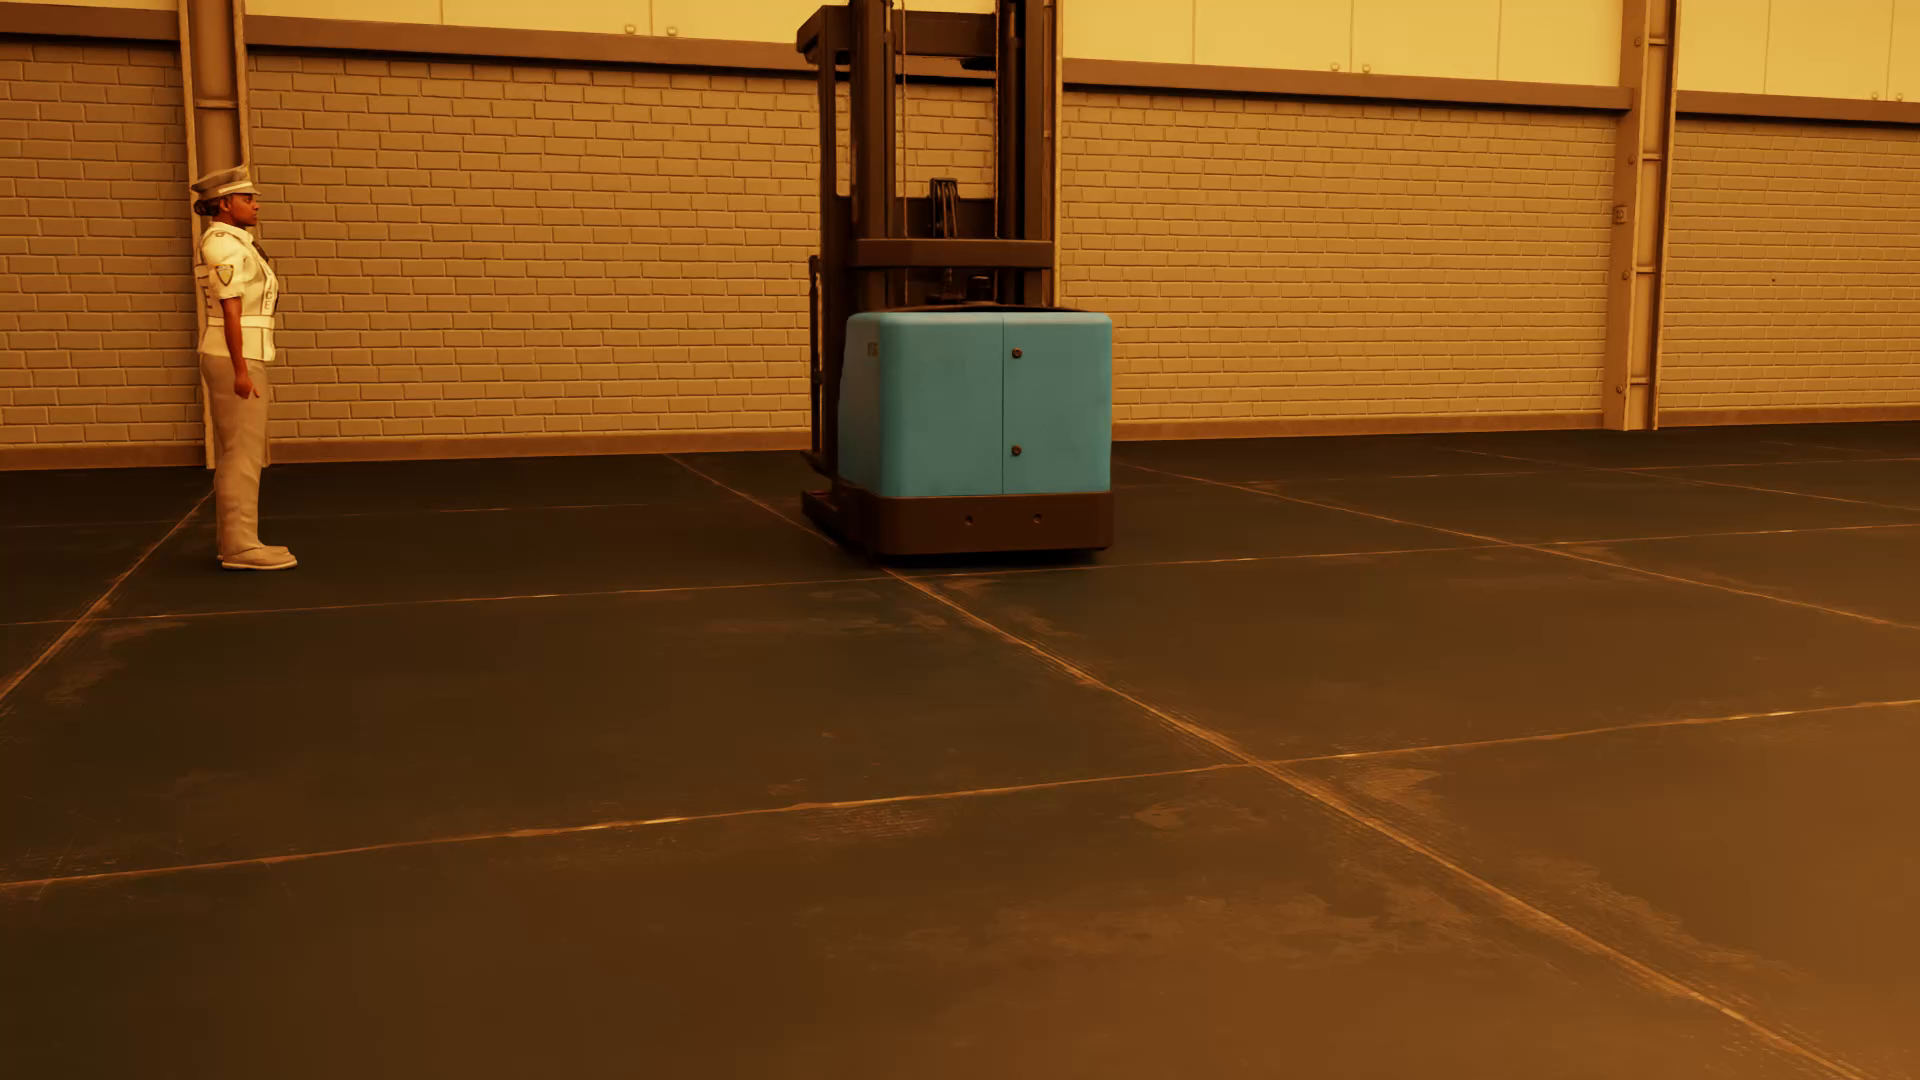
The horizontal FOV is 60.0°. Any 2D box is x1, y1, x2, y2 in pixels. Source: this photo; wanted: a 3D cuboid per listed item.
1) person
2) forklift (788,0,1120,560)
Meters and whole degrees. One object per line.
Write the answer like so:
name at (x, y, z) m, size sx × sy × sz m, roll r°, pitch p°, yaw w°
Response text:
person at (-3.039, -0.730, 7.033) m, size 0.342 × 1.693 × 0.446 m, roll -4°, pitch 9°, yaw -26°
forklift at (-0.225, -1.529, 8.289) m, size 1.130 × 2.935 × 3.031 m, roll -2°, pitch 8°, yaw -17°
